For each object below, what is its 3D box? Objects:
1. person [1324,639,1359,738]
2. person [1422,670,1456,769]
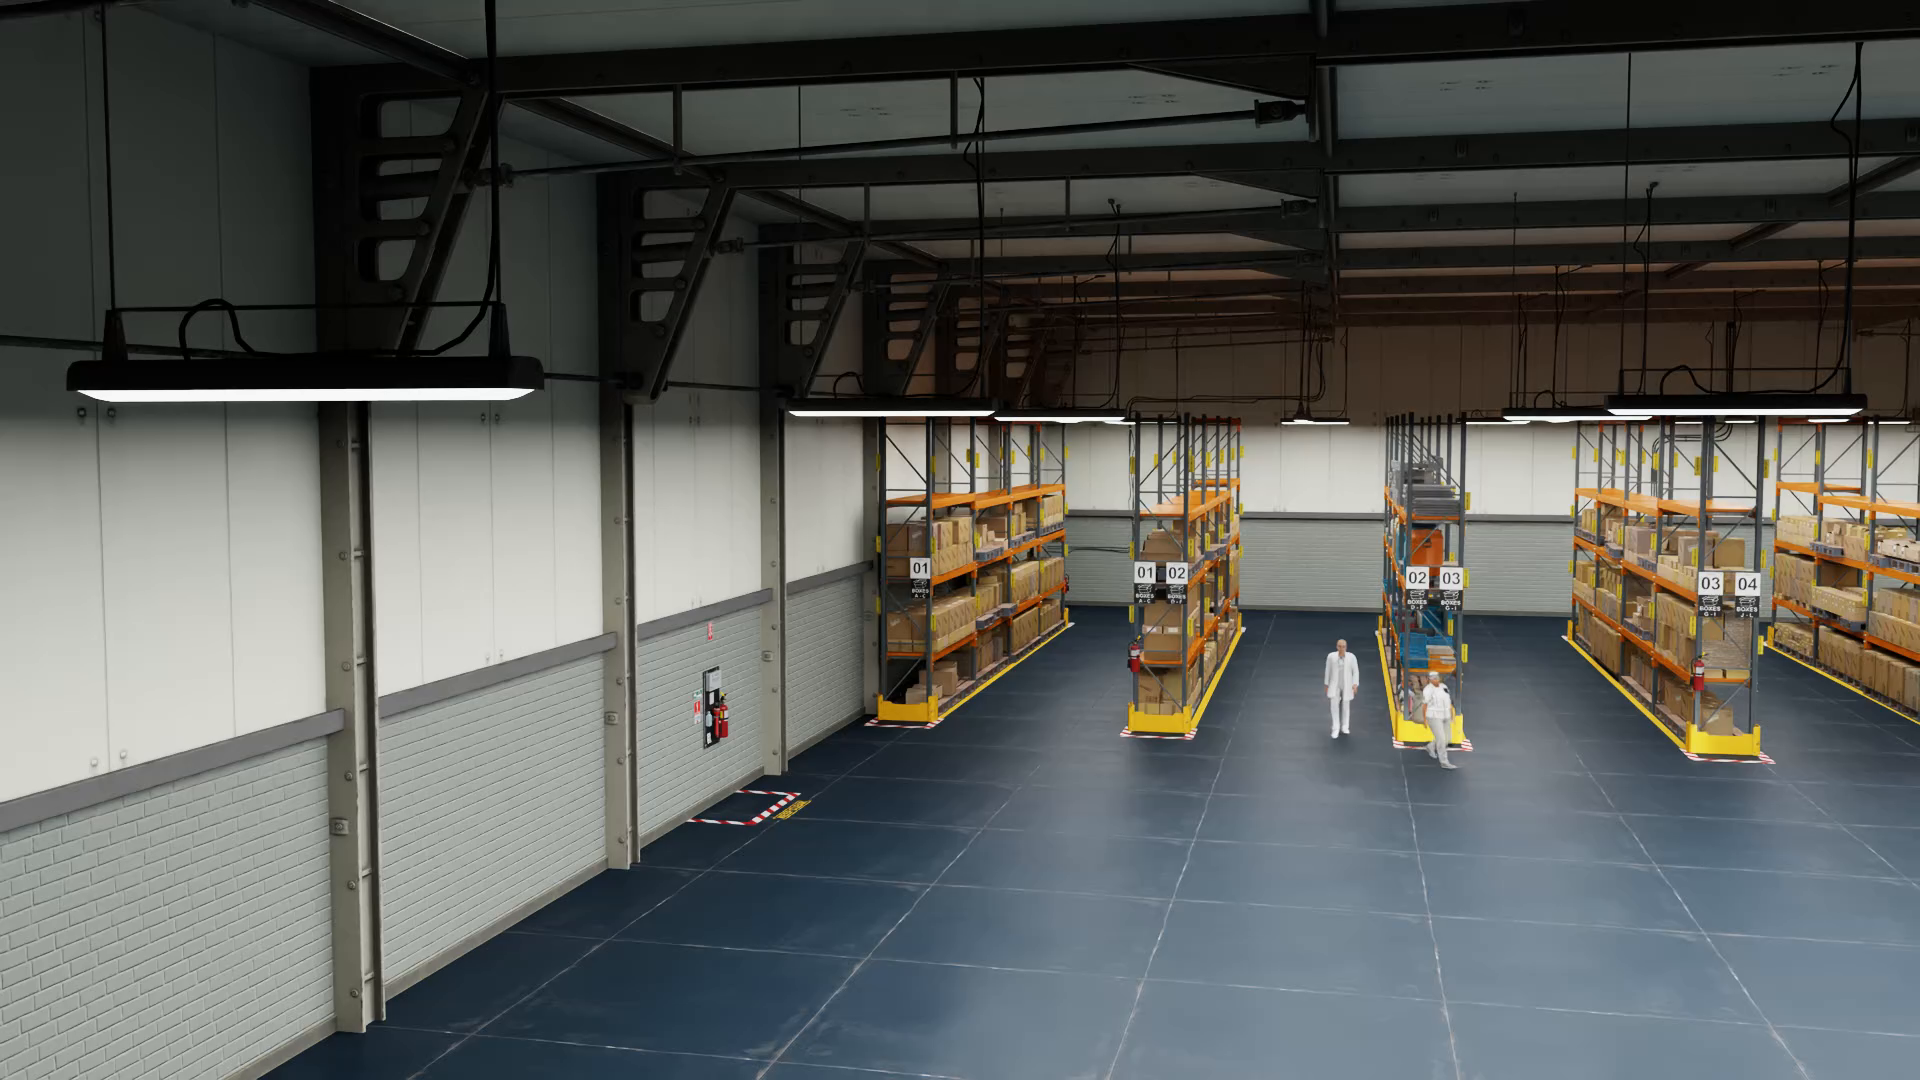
[{"bbox_3d":[7.097,2.755,30.938,0.631,1.820,0.675,1,4,13],"label":"person"},{"bbox_3d":[8.090,3.005,28.075,0.487,1.618,0.811,-2,4,-24],"label":"person"}]
